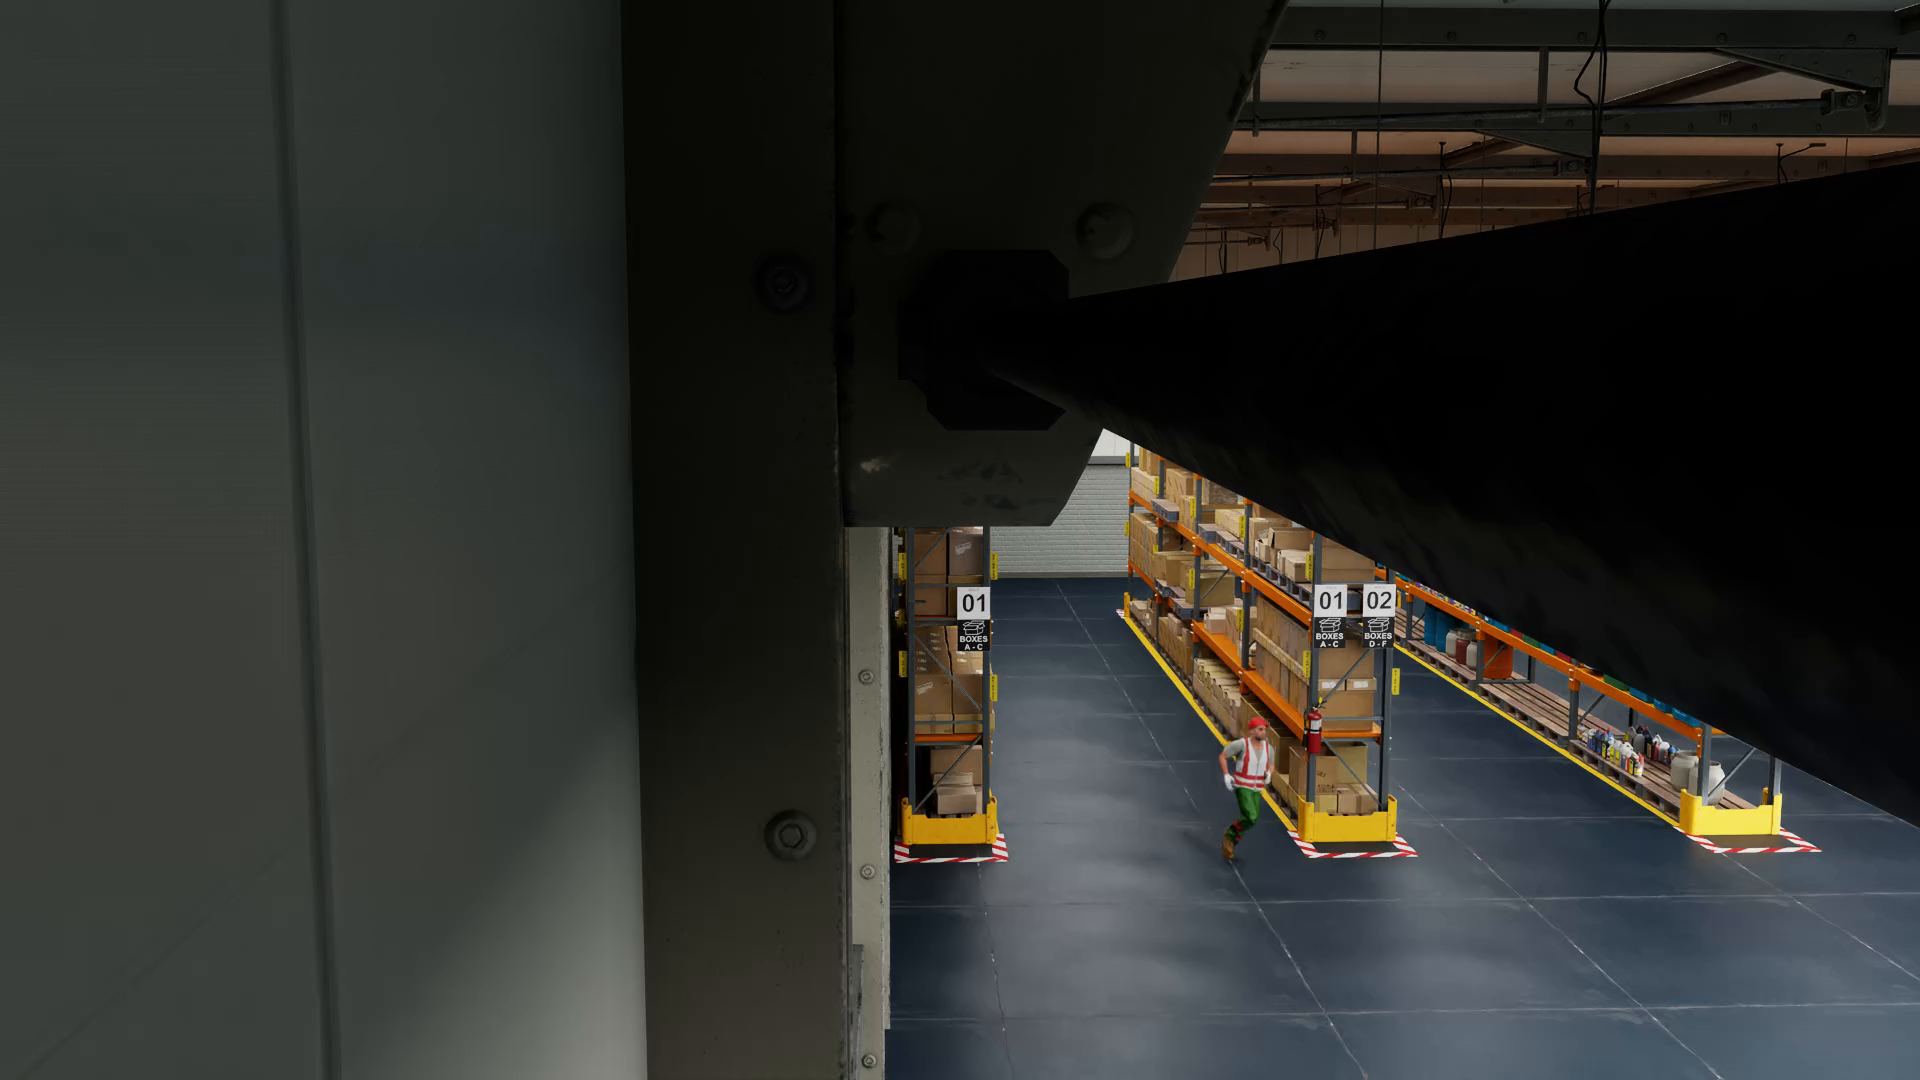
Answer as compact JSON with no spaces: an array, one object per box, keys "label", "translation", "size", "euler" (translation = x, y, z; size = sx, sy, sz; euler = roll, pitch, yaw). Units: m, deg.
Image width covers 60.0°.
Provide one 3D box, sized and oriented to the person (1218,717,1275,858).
[{"label":"person","translation":[3.474,2.954,19.788],"size":[0.696,1.701,0.589],"euler":[-3,8,-25]}]
